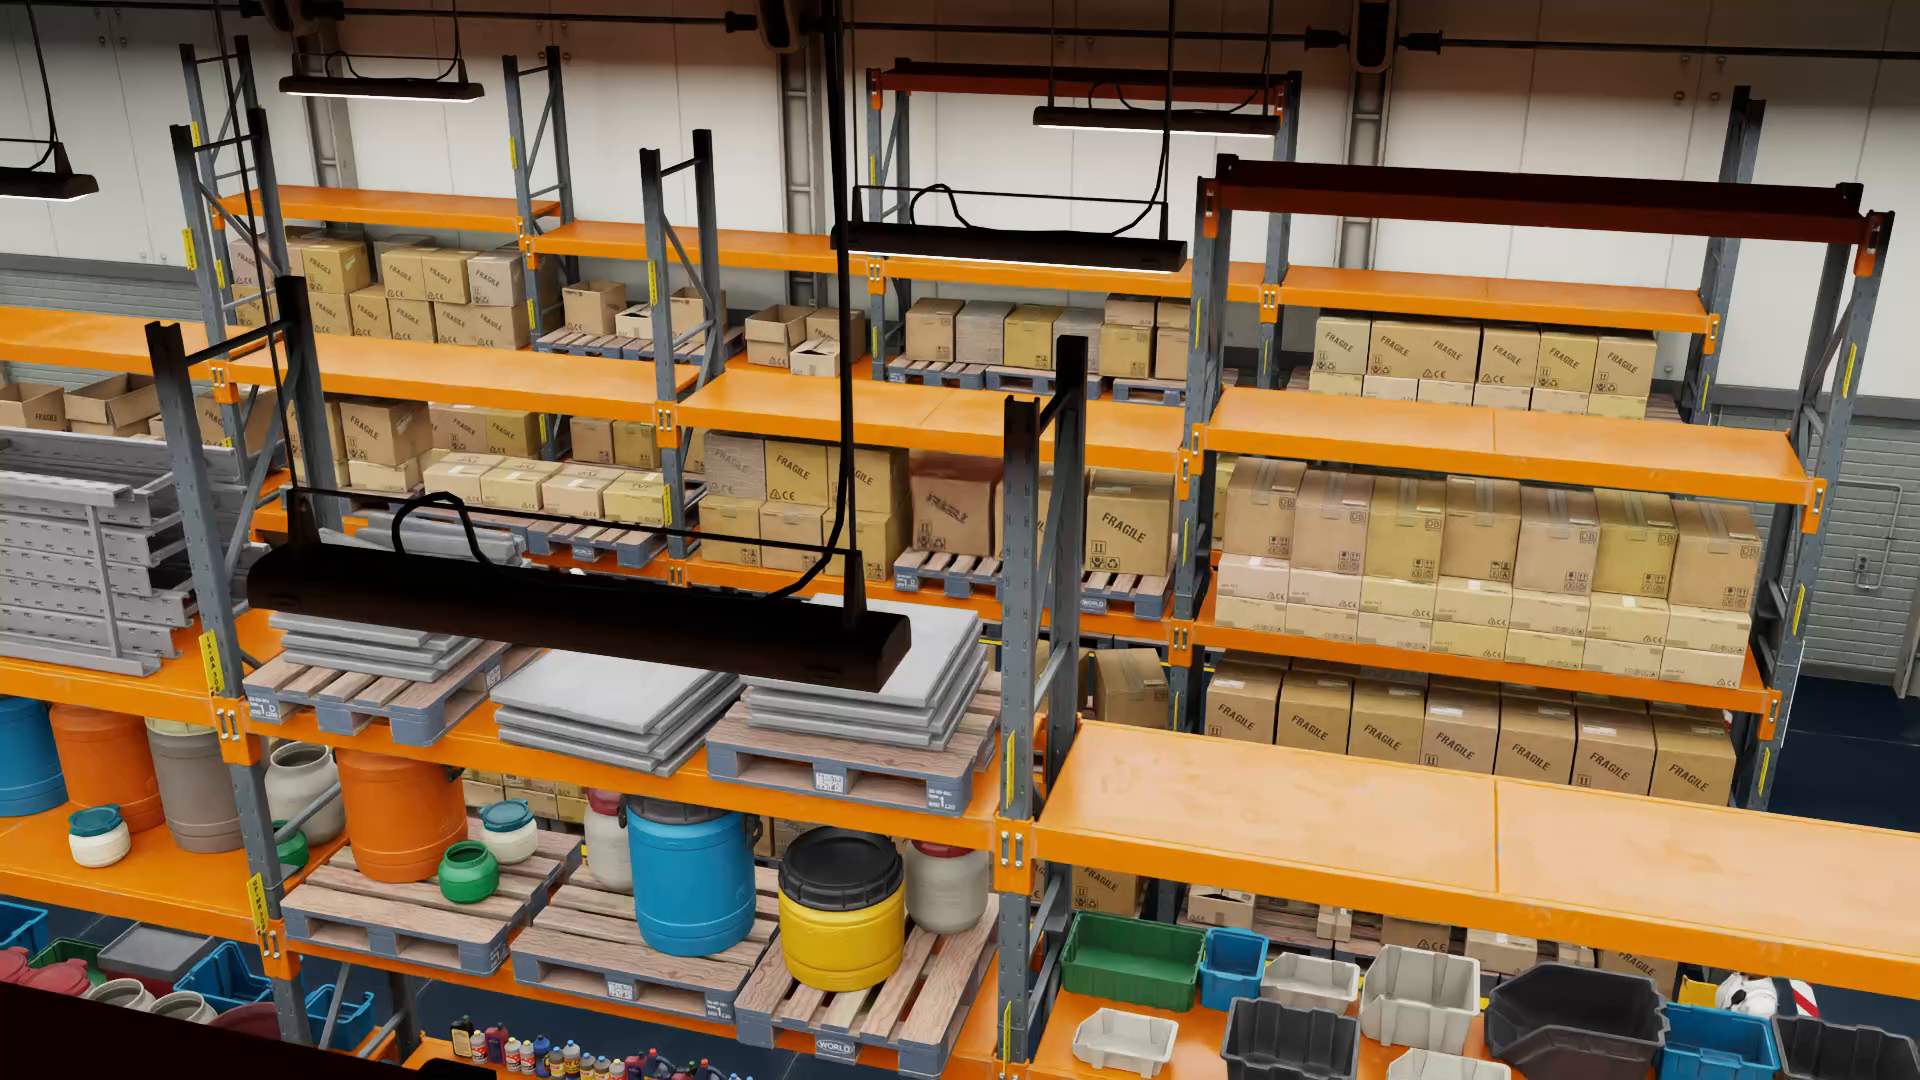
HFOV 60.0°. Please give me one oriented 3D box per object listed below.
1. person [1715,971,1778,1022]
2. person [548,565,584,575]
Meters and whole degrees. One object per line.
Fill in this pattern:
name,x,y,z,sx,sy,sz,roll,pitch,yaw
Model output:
person,4.936,3.270,10.717,0.981,1.626,0.491,-2,23,-4
person,-3.892,0.894,16.311,0.866,1.764,0.602,0,23,0
